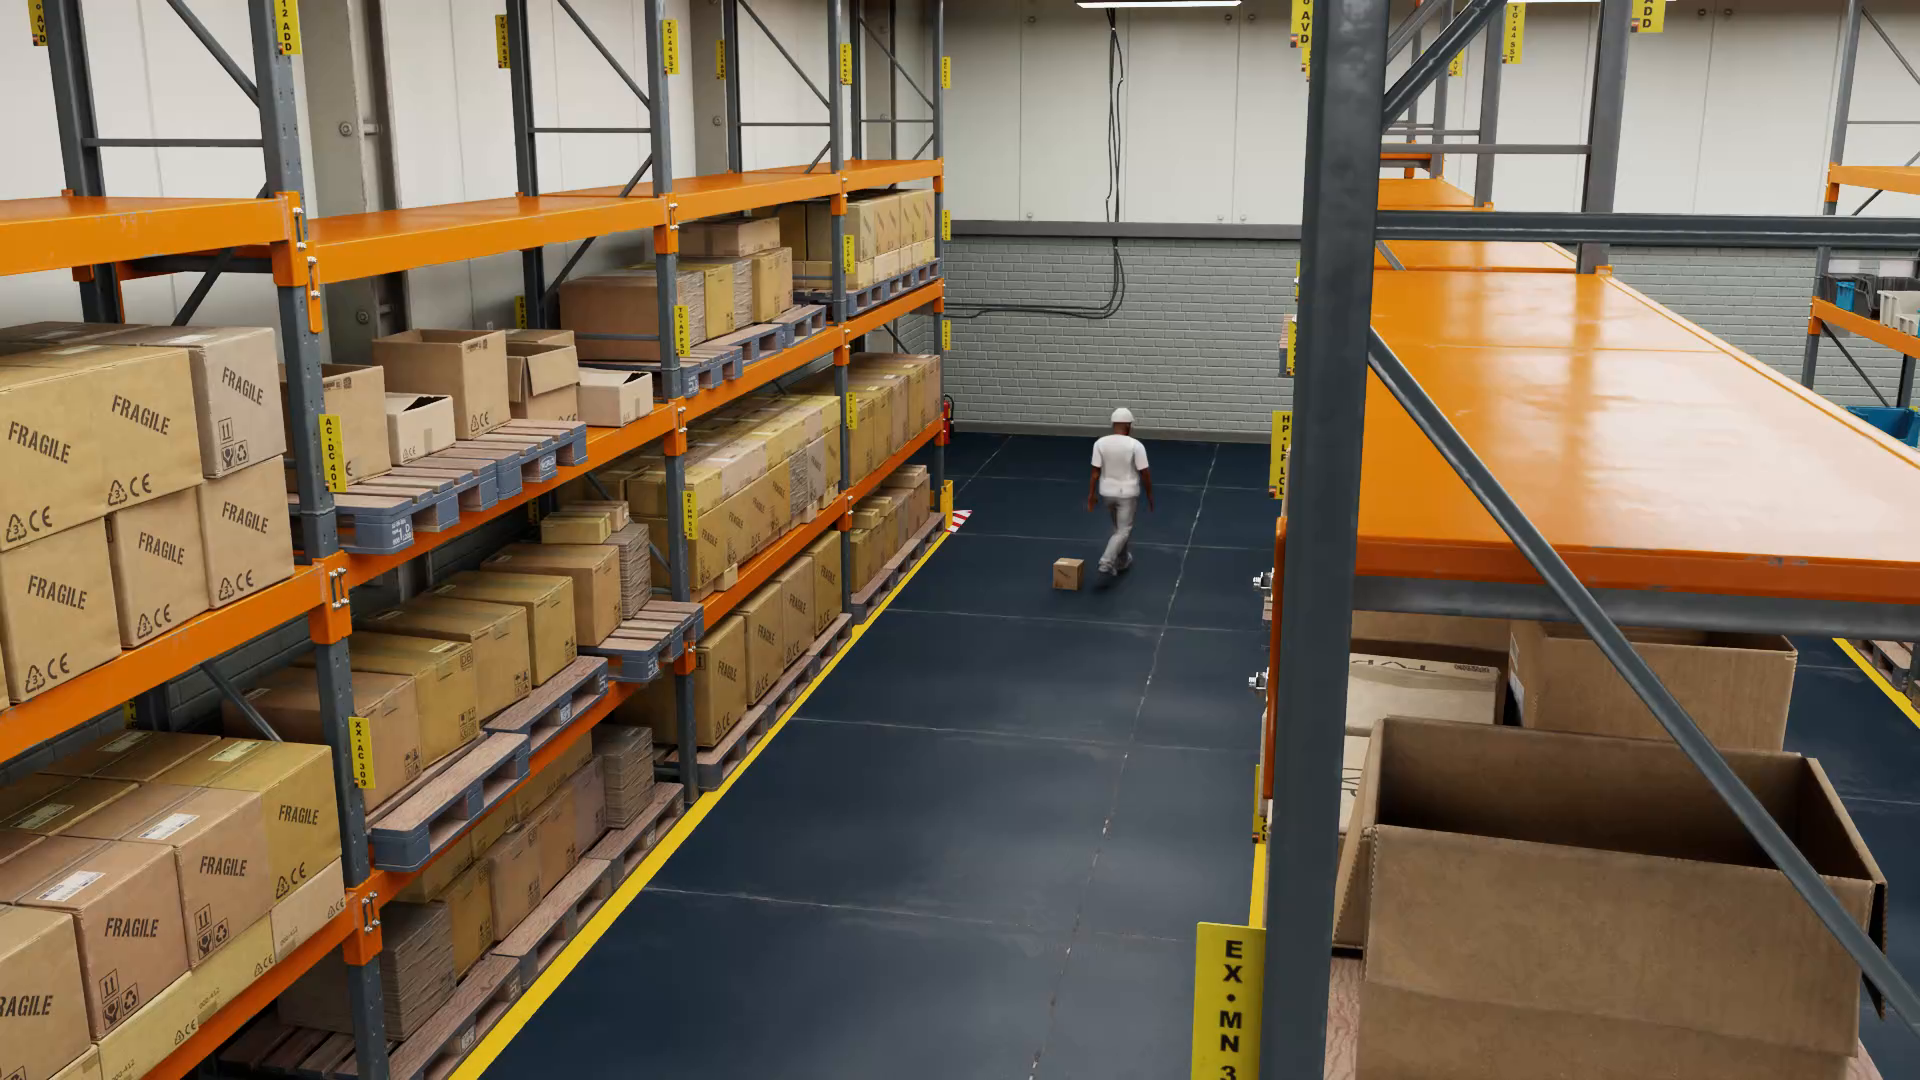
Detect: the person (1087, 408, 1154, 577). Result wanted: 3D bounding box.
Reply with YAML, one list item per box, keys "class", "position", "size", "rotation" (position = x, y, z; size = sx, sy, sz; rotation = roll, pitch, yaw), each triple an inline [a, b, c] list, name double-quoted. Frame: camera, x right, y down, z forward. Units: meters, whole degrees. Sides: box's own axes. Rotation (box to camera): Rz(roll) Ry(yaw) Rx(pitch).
- class: "person"
  position: [1.632, -0.471, 16.793]
  size: [0.627, 1.730, 1.014]
  rotation: [9, 17, 31]
